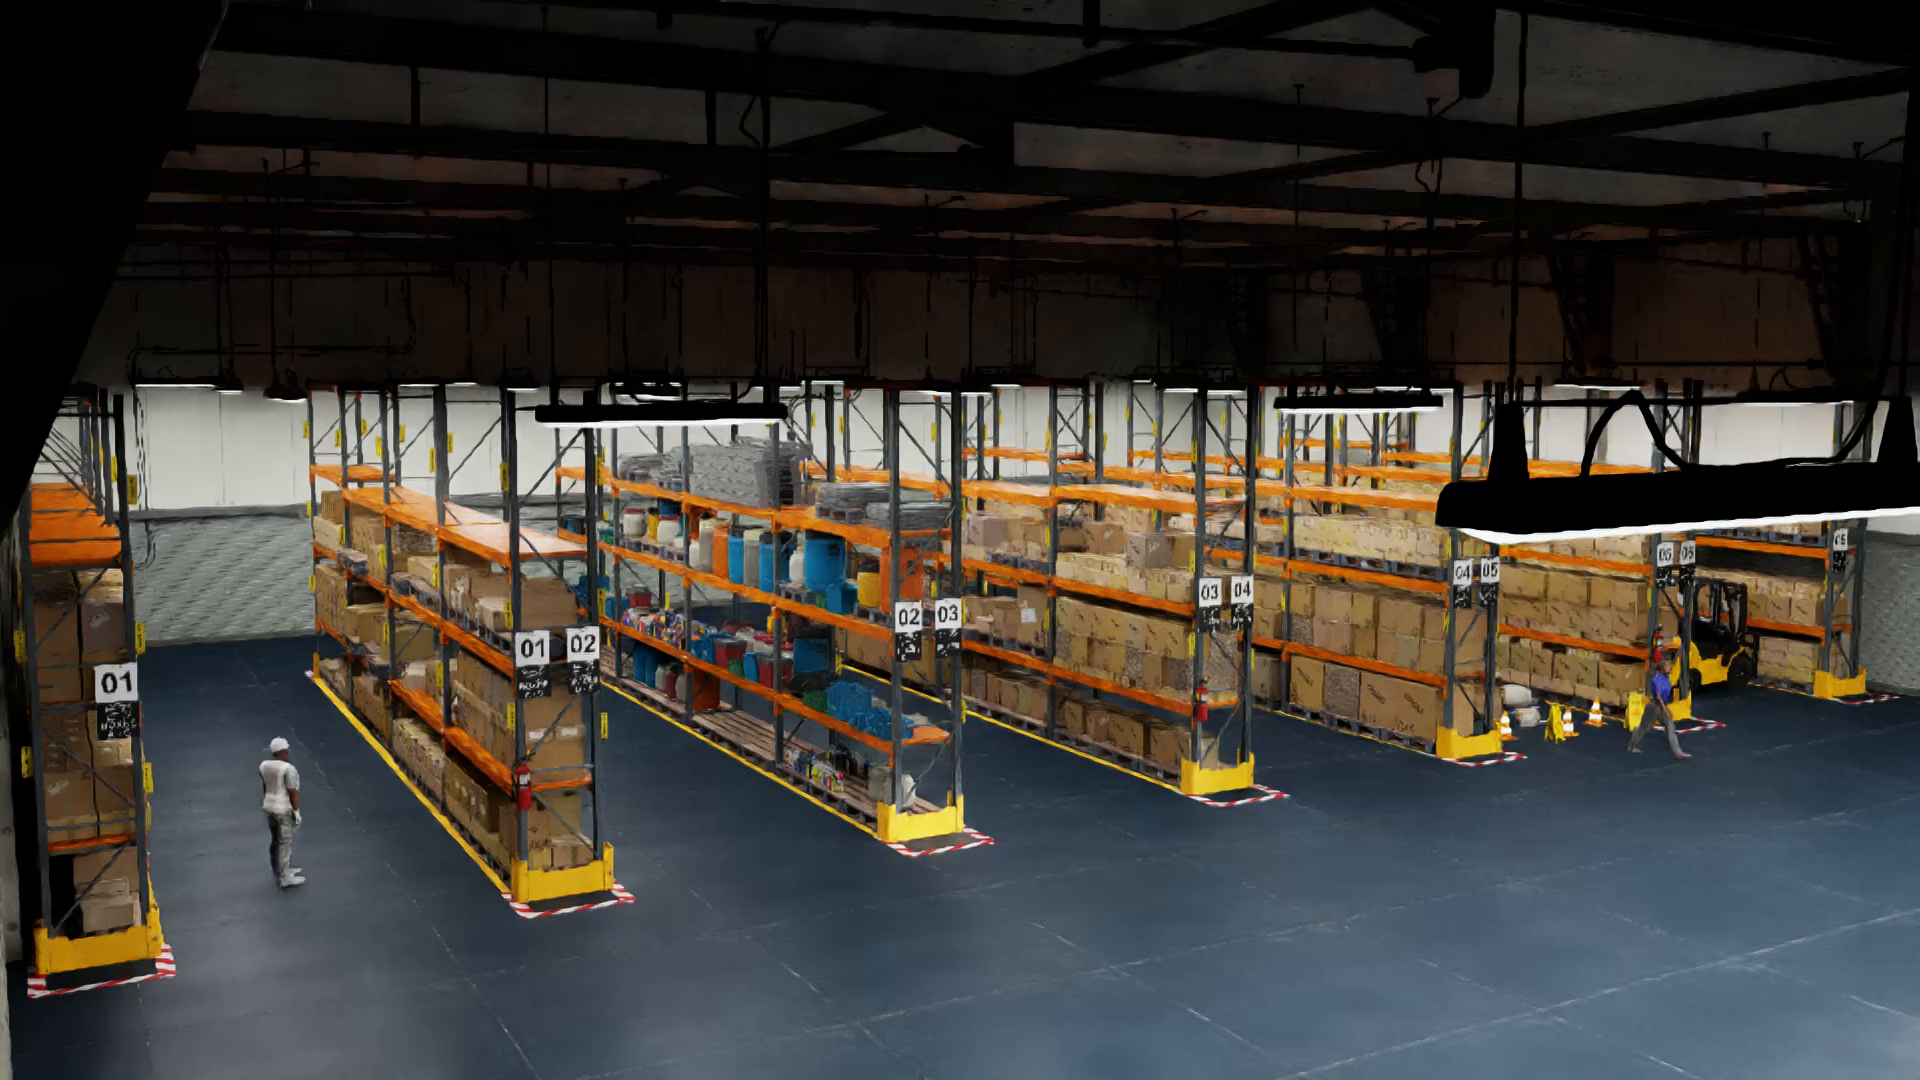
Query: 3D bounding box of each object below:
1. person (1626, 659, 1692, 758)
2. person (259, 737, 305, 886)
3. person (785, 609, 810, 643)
[{"bbox_3d":[11.228,2.729,26.693,0.443,1.510,0.996,-5,8,-37],"label":"person"},{"bbox_3d":[-8.228,3.274,20.276,0.615,1.783,0.461,4,7,33],"label":"person"},{"bbox_3d":[-3.308,1.802,34.137,0.638,1.784,0.514,4,7,30],"label":"person"}]
